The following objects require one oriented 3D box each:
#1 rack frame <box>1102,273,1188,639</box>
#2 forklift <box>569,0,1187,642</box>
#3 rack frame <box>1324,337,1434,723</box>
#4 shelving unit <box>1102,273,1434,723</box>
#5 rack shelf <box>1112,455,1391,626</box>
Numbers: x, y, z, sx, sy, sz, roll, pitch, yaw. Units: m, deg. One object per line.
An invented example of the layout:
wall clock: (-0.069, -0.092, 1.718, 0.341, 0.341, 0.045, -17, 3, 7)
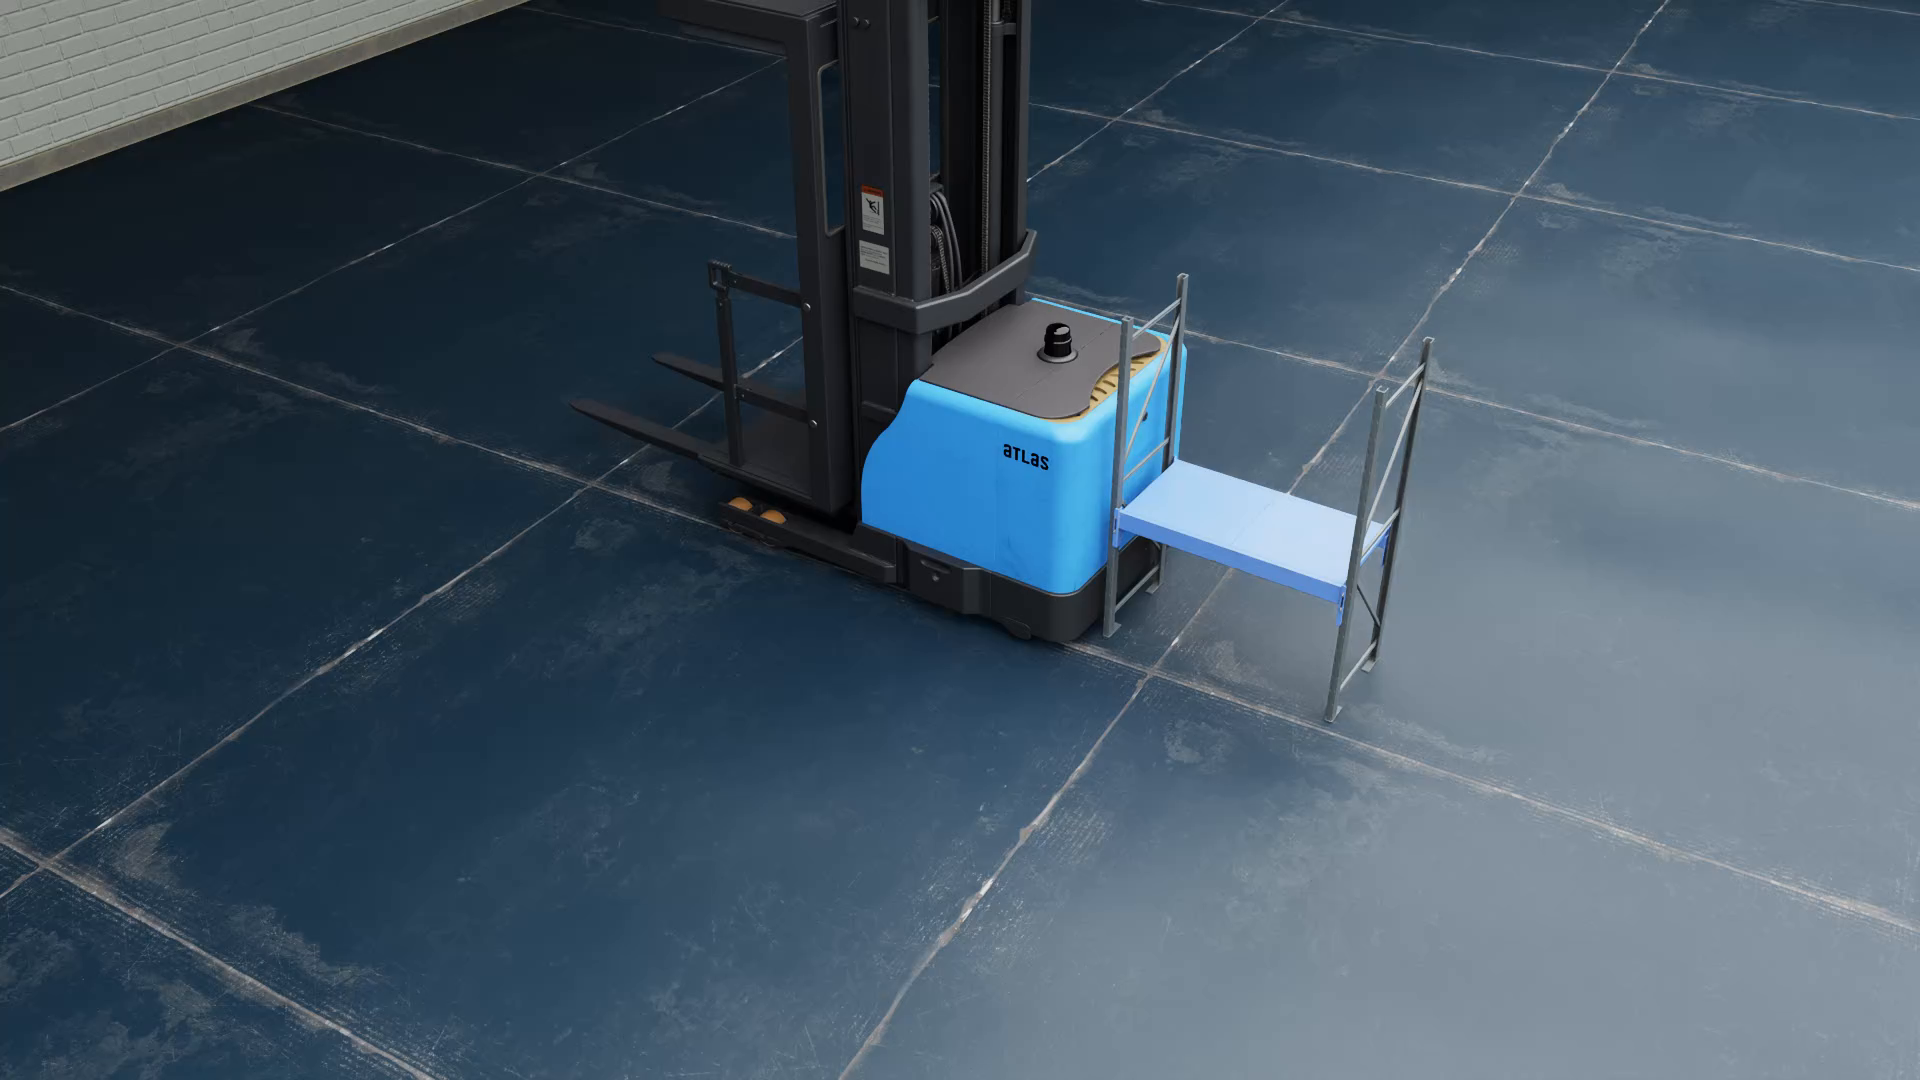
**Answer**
rack frame: (0.762, -0.322, 6.880, 0.032, 1.500, 0.500, 20, 39, 27)
forklift: (-0.526, -1.413, 7.228, 3.031, 2.935, 1.130, 20, 39, 27)
rack frame: (1.610, -0.011, 6.414, 0.032, 1.500, 0.500, 20, 39, 27)
shelving unit: (1.186, -0.166, 6.647, 1.048, 1.500, 0.538, 20, 39, 27)
rack shelf: (1.186, -0.017, 6.747, 1.000, 0.185, 0.538, 20, 39, 27)
